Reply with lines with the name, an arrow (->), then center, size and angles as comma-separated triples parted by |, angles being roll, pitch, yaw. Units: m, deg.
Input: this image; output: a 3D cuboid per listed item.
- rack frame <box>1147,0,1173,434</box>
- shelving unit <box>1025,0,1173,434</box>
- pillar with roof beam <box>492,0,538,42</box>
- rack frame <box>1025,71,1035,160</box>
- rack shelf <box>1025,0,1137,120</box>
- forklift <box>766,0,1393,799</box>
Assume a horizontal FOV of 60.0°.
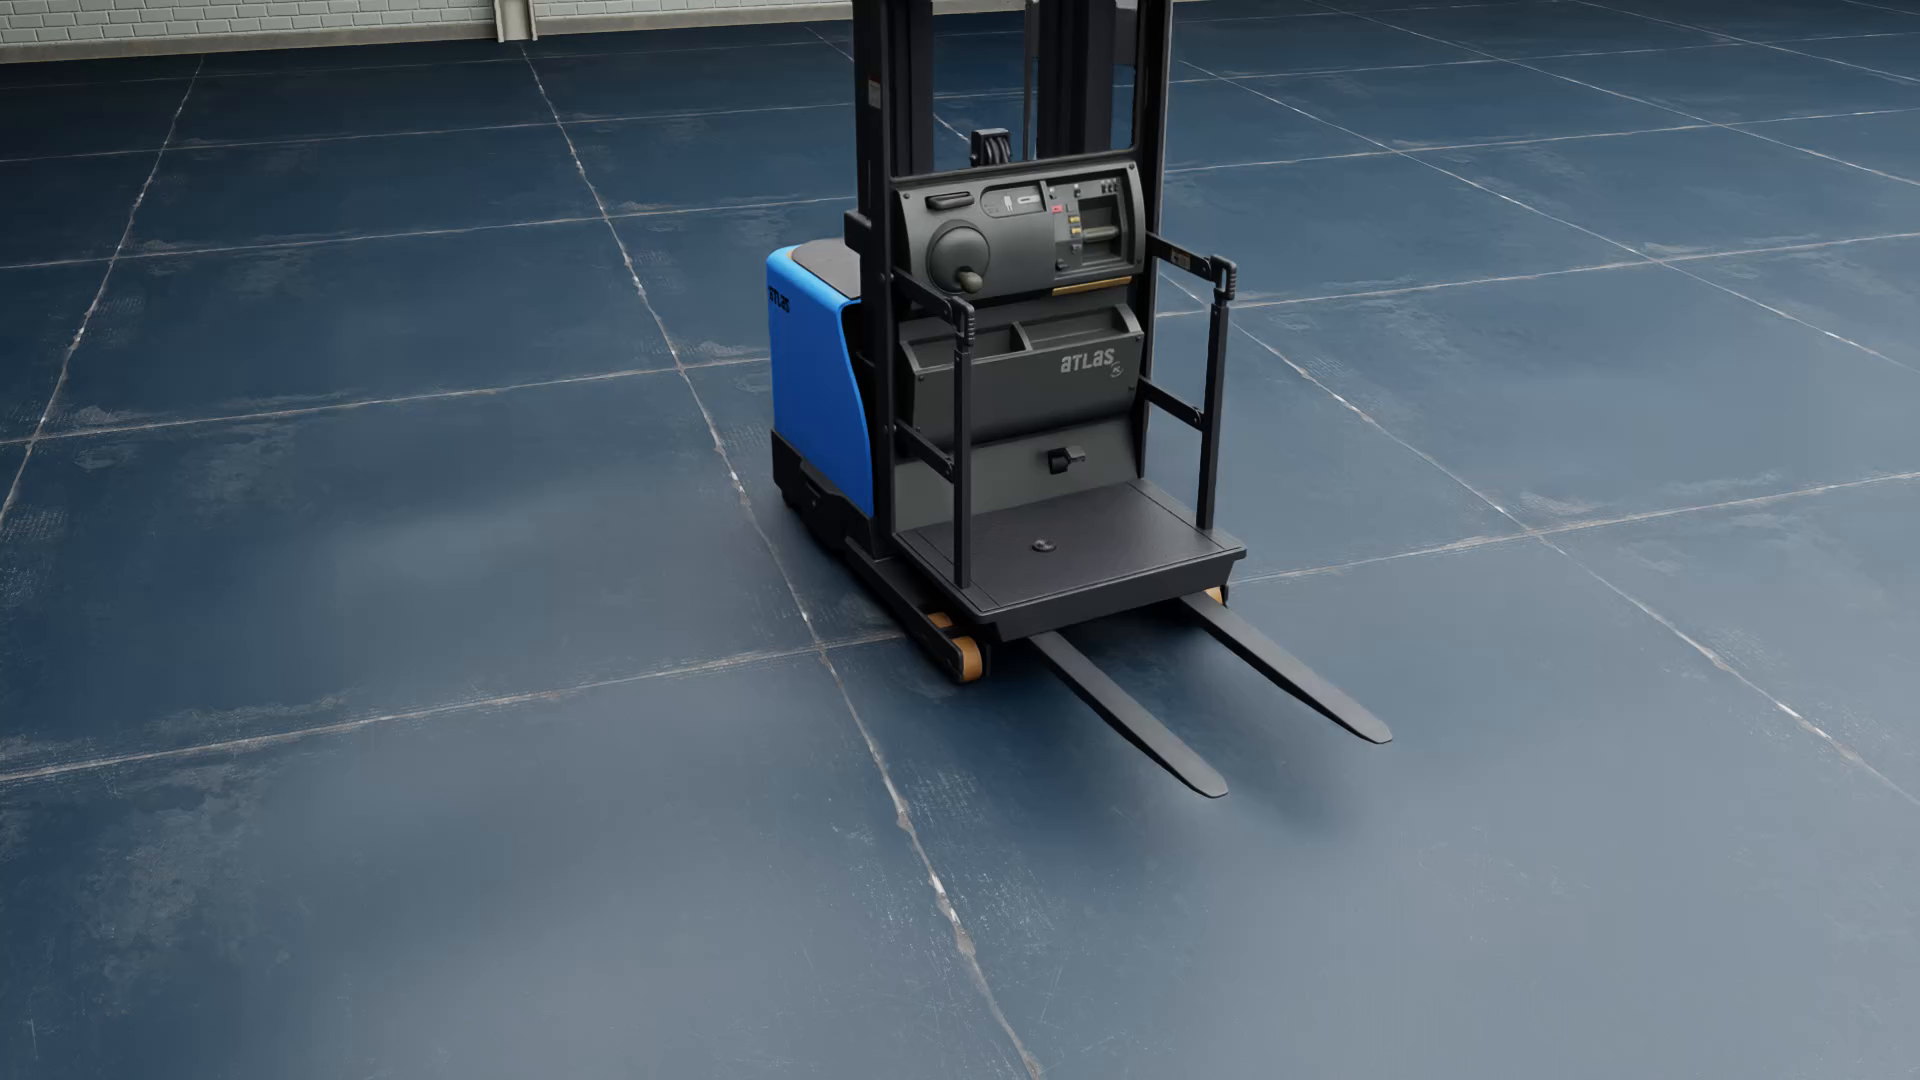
rack frame -> 0.798, -1.370, 7.148 | 0.015, 2.100, 0.400 | 11, 29, 22
shelving unit -> 0.576, -1.415, 7.238 | 0.503, 2.100, 0.431 | 11, 29, 22
pillar with roof beam -> -3.249, -7.396, 11.527 | 0.400, 9.000, 9.100 | -8, 28, -16
rack frame -> 0.354, -1.459, 7.328 | 0.015, 2.100, 0.400 | 11, 29, 22
rack shelf -> 0.576, -2.029, 6.933 | 0.480, 0.518, 0.431 | 11, 29, 22
forklift -> 0.325, -1.042, 5.552 | 1.130, 2.935, 3.031 | -13, 29, -24
